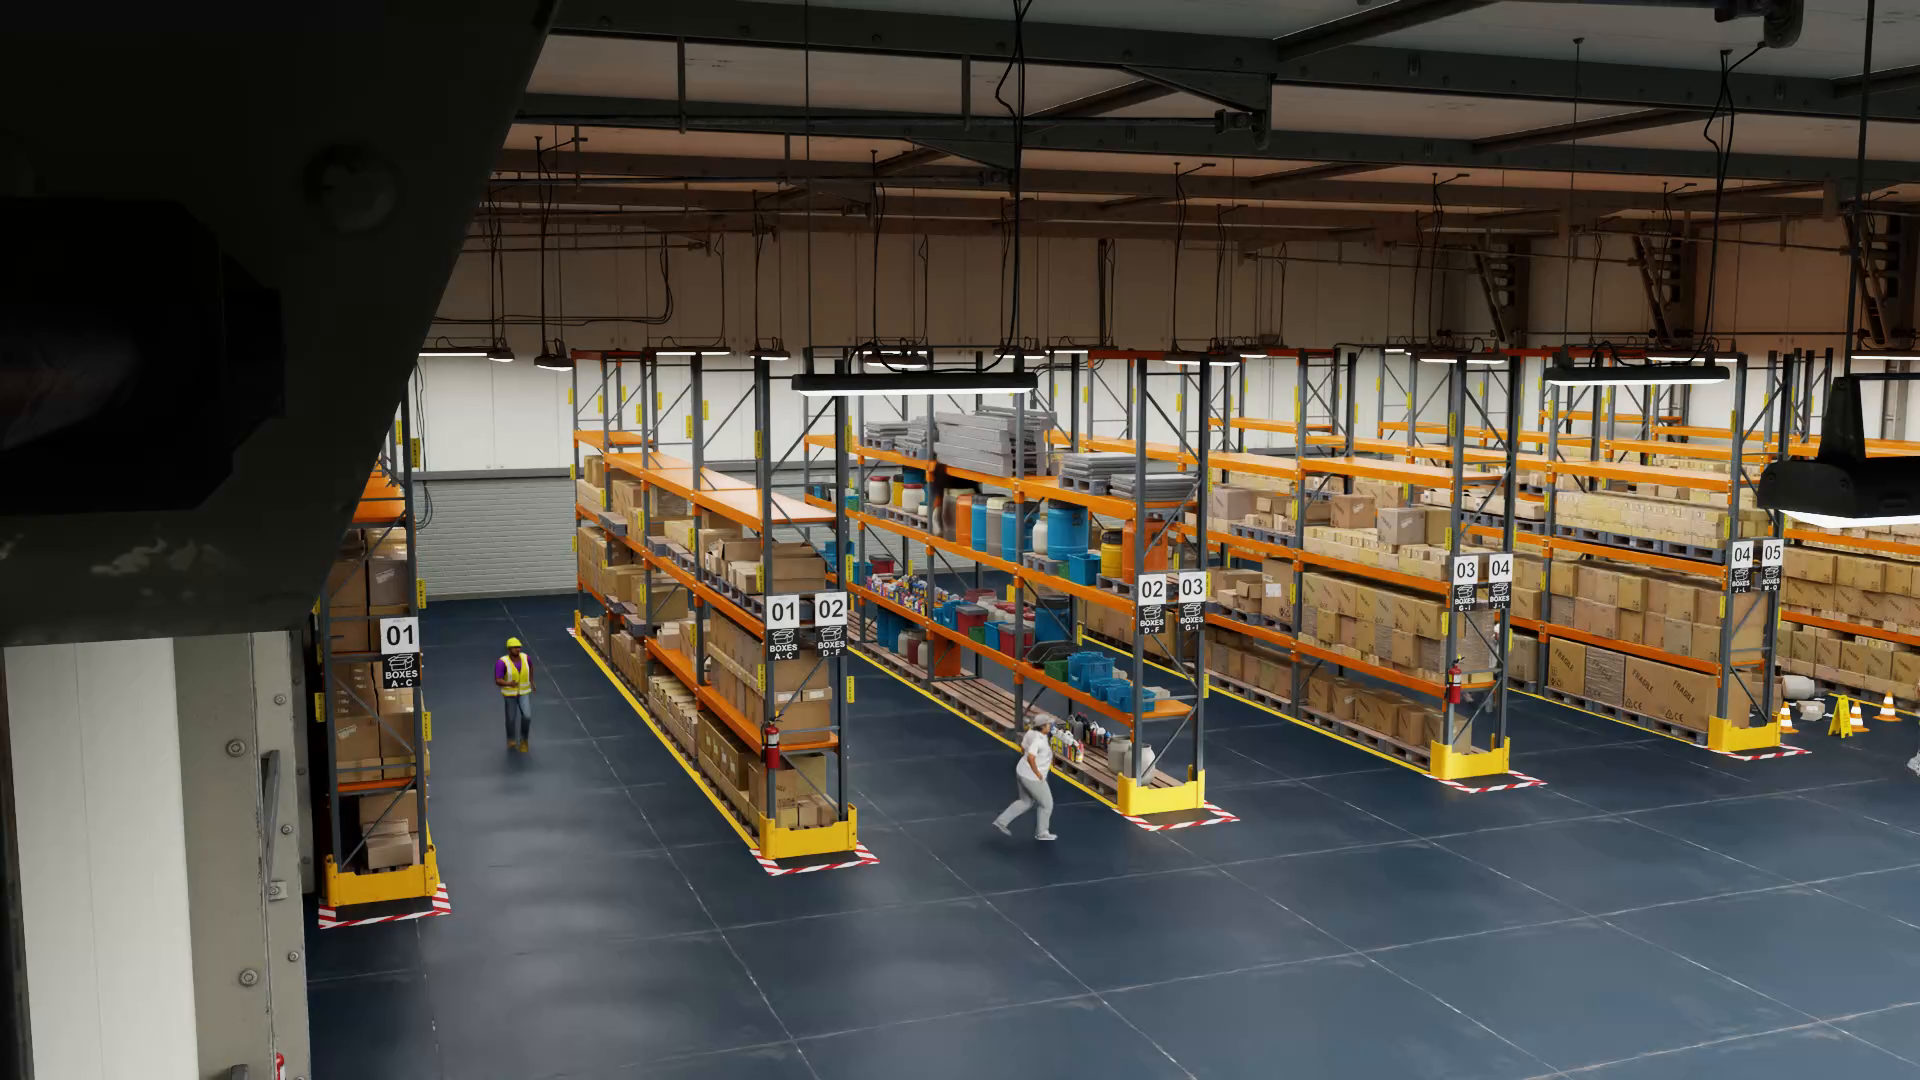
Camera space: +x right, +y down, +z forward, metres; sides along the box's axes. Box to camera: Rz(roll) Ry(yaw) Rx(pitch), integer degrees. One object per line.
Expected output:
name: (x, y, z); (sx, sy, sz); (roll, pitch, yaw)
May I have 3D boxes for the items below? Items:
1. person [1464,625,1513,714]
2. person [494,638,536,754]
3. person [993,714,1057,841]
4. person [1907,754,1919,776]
person: (8.886, 2.103, 28.019); (0.640, 1.553, 1.160); (-1, 7, -9)
person: (-6.687, 2.350, 25.074); (0.654, 1.786, 0.811); (-3, 8, -26)
person: (0.836, 2.963, 20.614); (0.822, 1.642, 0.624); (-1, 7, -9)
person: (13.874, 2.558, 23.421); (0.848, 1.736, 0.664); (1, 7, 9)
